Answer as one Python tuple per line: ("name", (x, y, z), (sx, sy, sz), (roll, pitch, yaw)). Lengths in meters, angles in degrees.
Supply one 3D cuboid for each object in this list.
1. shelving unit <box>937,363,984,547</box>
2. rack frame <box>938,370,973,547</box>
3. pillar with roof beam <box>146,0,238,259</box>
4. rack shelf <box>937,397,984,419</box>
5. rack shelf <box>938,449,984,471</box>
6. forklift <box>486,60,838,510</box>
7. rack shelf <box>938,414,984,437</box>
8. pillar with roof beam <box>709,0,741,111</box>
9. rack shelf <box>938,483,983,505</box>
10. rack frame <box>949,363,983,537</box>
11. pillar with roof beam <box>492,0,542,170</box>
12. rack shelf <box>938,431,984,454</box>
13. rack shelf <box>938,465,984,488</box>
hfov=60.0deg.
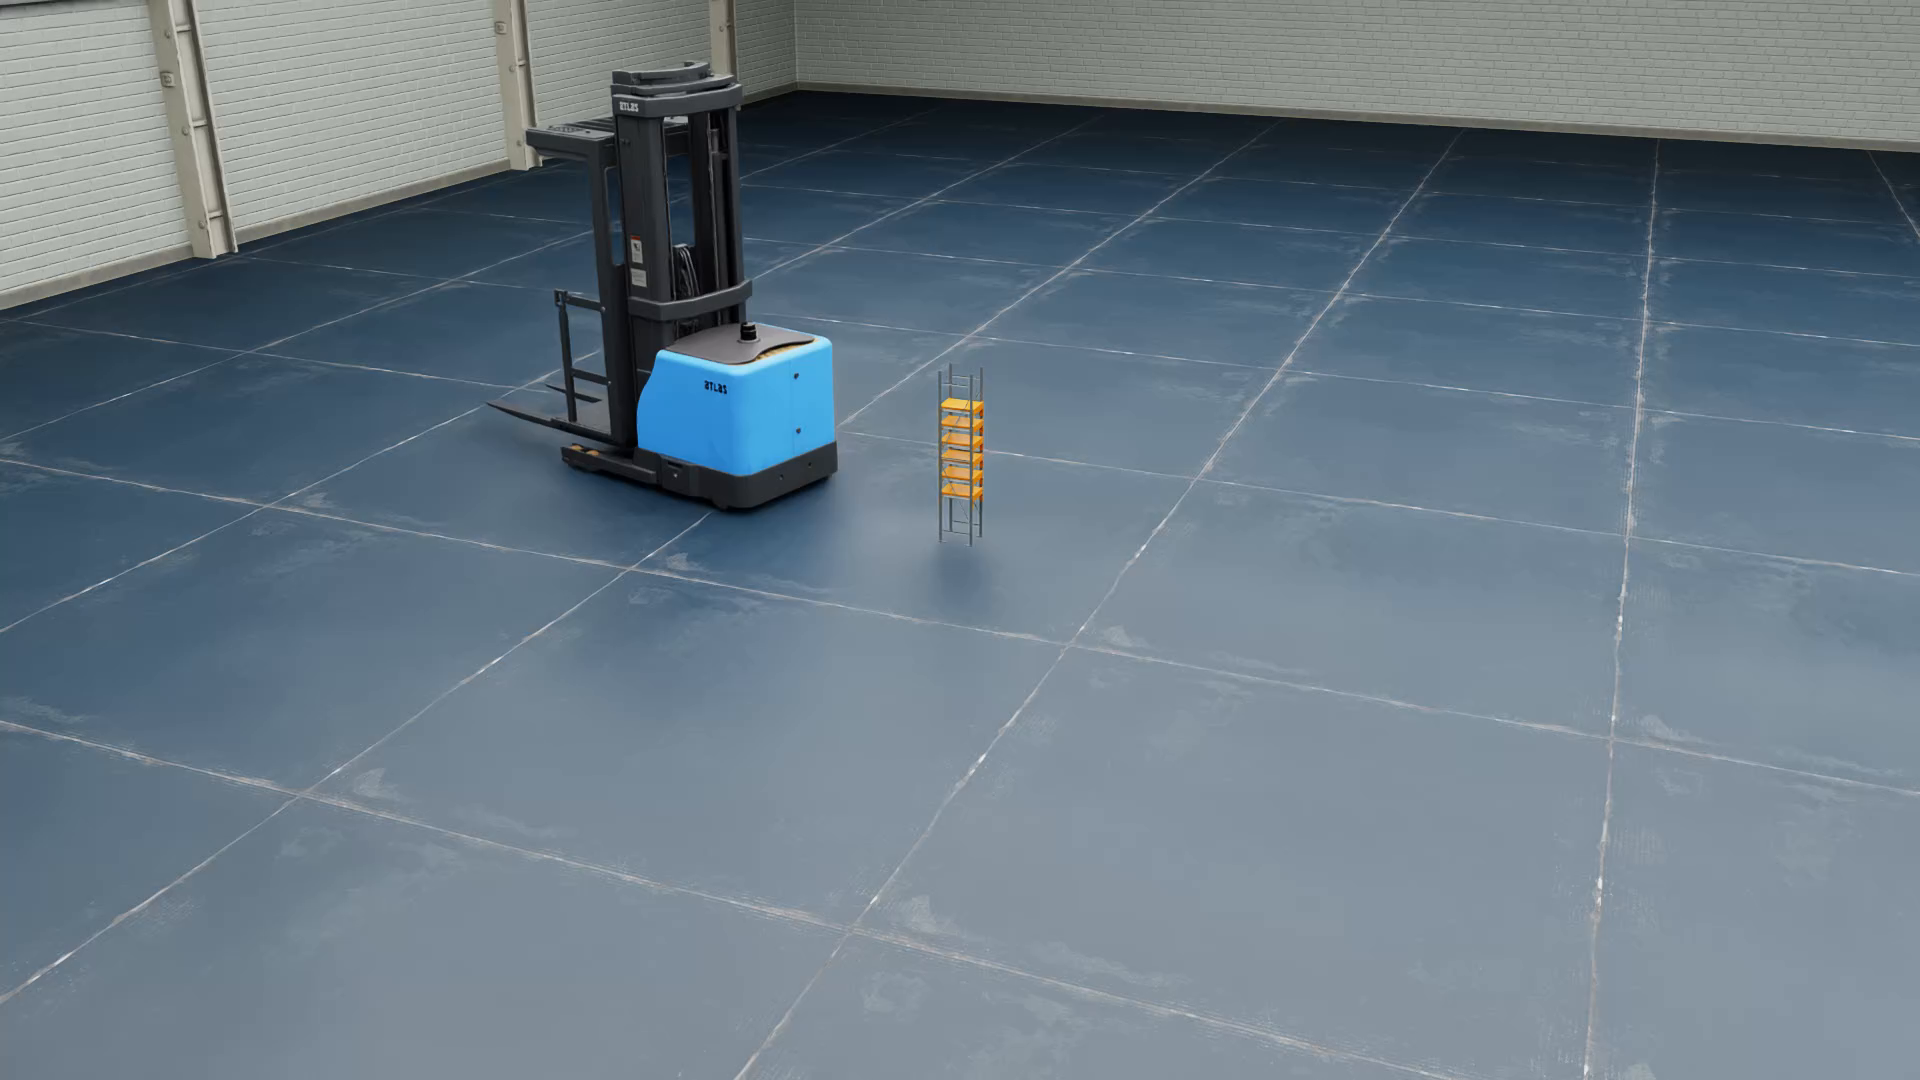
("shelving unit", (0.005, -0.559, 11.031), (0.258, 1.200, 0.189), (9, 24, 20))
("rack frame", (-0.029, -0.526, 10.953), (0.240, 1.200, 0.006), (9, 24, 20))
("pillar with roof beam", (-4.569, -6.827, 15.918), (9.100, 9.000, 0.400), (9, 24, 20))
("rack shelf", (0.005, -0.850, 10.910), (0.258, 0.103, 0.180), (9, 24, 20))
("rack shelf", (0.005, -0.518, 11.048), (0.258, 0.103, 0.180), (9, 24, 20))
("forklift", (-2.388, -2.002, 12.239), (3.031, 2.935, 1.130), (16, 28, 34))
("rack shelf", (0.005, -0.739, 10.956), (0.258, 0.103, 0.180), (9, 24, 20))
("pillar with roof beam", (-0.111, -11.121, 26.199), (9.100, 9.000, 0.400), (9, 24, 20))
("rack shelf", (0.005, -0.296, 11.141), (0.258, 0.103, 0.180), (9, 24, 20))
("rack frame", (0.039, -0.592, 11.110), (0.240, 1.200, 0.006), (9, 24, 20))
("pillar with roof beam", (-2.340, -8.974, 21.058), (9.100, 9.000, 0.400), (9, 24, 20))
("rack shelf", (0.005, -0.629, 11.002), (0.258, 0.103, 0.180), (9, 24, 20))
("rack shelf", (0.005, -0.407, 11.095), (0.258, 0.103, 0.180), (9, 24, 20))
